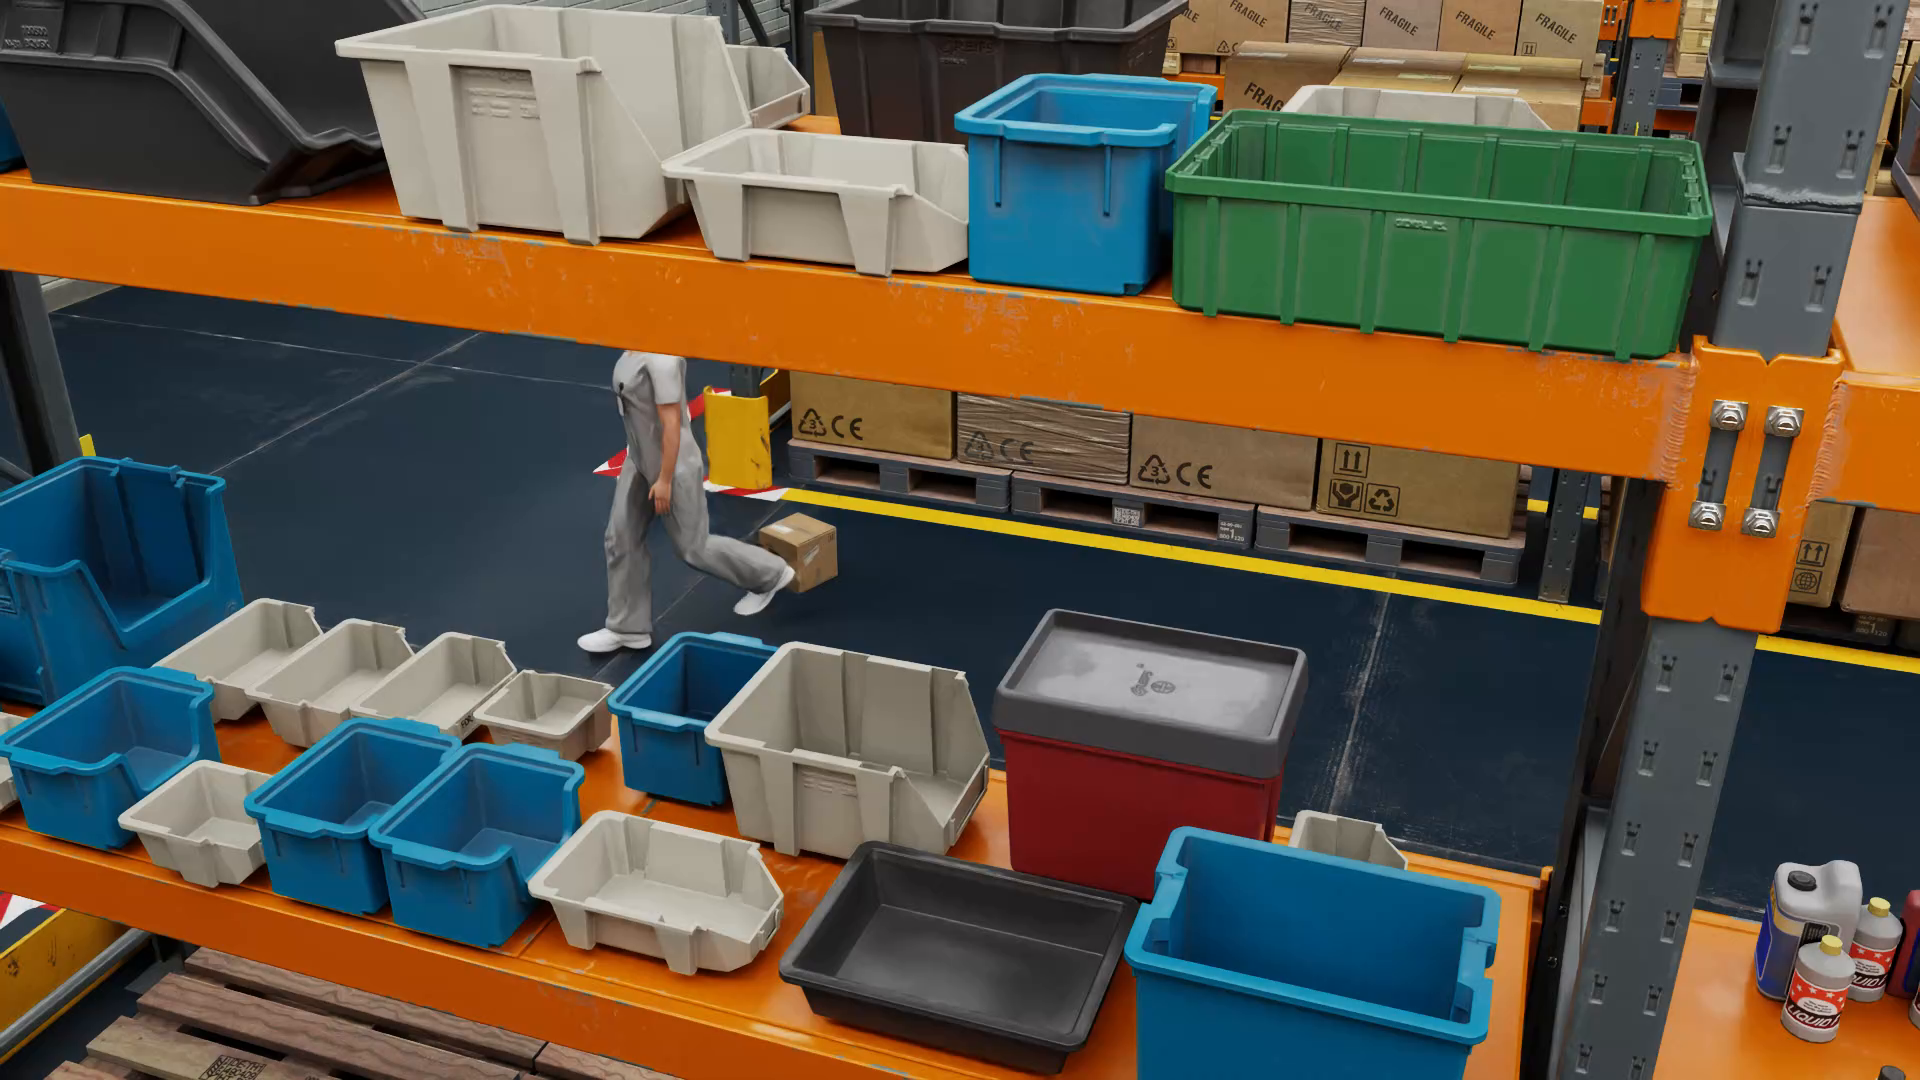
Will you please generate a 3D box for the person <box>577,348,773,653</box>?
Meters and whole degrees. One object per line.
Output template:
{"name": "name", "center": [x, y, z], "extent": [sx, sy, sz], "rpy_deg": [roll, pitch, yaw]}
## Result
{"name": "person", "center": [-1.201, -0.319, 6.759], "extent": [0.845, 1.640, 0.457], "rpy_deg": [-13, 29, -25]}
